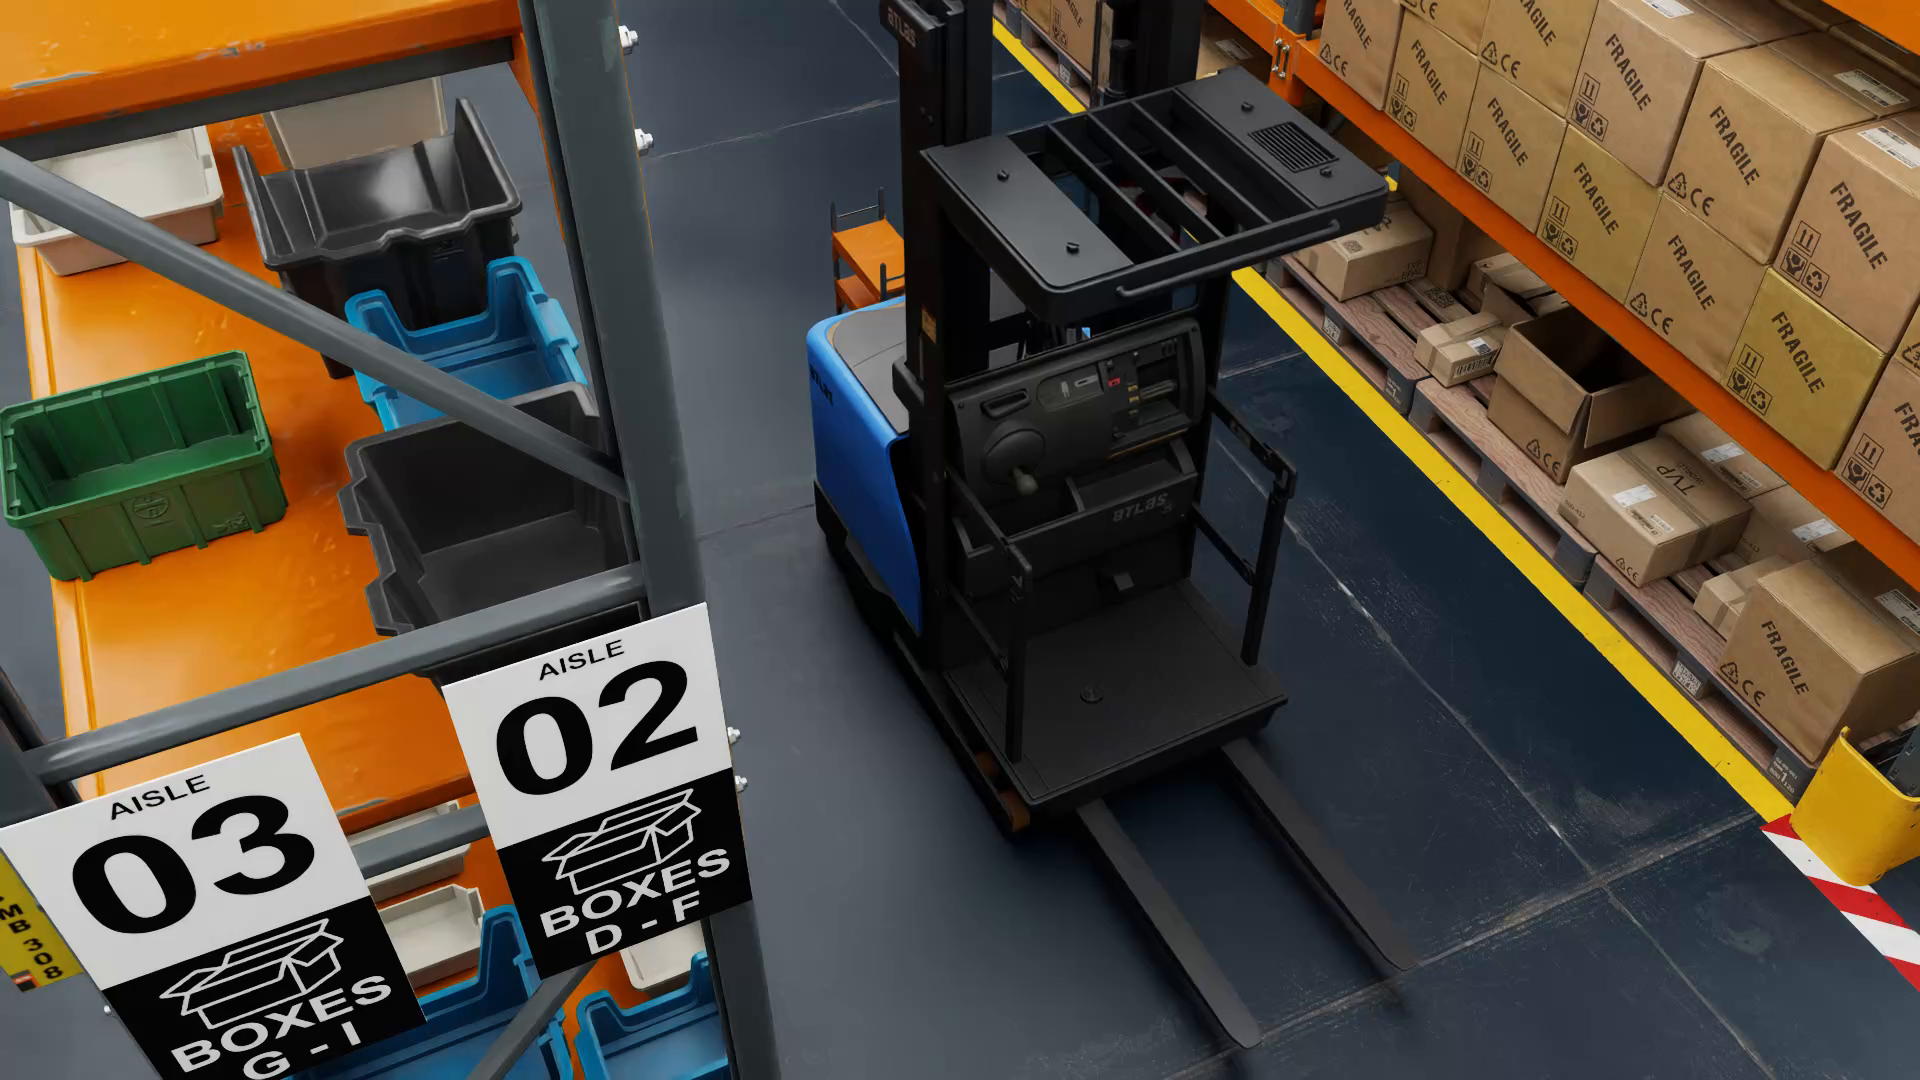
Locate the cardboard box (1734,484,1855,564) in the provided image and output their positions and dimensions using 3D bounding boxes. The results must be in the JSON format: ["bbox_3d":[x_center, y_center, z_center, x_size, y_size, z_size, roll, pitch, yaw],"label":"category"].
[{"bbox_3d":[3.457,0.012,6.615,0.500,0.250,0.500,-18,47,-17],"label":"cardboard box"}]

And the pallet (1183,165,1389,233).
[{"bbox_3d":[1.581,-2.125,9.122,1.003,0.211,1.213,-18,47,-17],"label":"pallet"}]

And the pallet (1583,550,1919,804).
[{"bbox_3d":[3.271,0.375,6.588,1.003,0.211,1.213,-18,47,-17],"label":"pallet"}]

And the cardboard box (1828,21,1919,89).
[{"bbox_3d":[3.259,-1.465,5.684,0.500,0.500,0.500,-17,47,-17],"label":"cardboard box"}]

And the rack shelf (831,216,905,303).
[{"bbox_3d":[-0.315,-1.120,6.841,0.258,0.148,0.480,-20,48,-19],"label":"rack shelf"}]

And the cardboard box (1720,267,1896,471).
[{"bbox_3d":[2.982,-0.631,5.552,0.500,0.500,0.500,-18,47,-17],"label":"cardboard box"}]

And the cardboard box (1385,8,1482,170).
[{"bbox_3d":[2.142,-1.915,6.853,0.500,0.500,0.500,-17,47,-17],"label":"cardboard box"}]

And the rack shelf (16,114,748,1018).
[{"bbox_3d":[-1.698,-0.687,4.056,1.077,0.370,4.000,-18,47,-17],"label":"rack shelf"}]

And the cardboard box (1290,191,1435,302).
[{"bbox_3d":[1.937,-1.478,8.083,0.500,0.311,0.500,-18,47,-17],"label":"cardboard box"}]

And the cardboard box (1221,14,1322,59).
[{"bbox_3d":[1.740,-2.594,9.078,0.500,0.500,0.500,-17,47,-17],"label":"cardboard box"}]

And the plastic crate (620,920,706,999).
[{"bbox_3d":[-0.722,0.988,4.127,0.250,0.136,0.298,-18,47,-17],"label":"plastic crate"}]

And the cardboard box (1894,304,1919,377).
[{"bbox_3d":[3.202,-0.655,4.864,0.500,0.500,0.500,-18,48,-18],"label":"cardboard box"}]

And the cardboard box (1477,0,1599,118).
[{"bbox_3d":[2.333,-1.962,6.189,0.500,0.500,0.500,-19,48,-19],"label":"cardboard box"}]

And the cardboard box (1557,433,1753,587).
[{"bbox_3d":[2.815,-0.127,6.756,0.500,0.250,0.500,-18,47,-17],"label":"cardboard box"}]

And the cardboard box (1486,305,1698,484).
[{"bbox_3d":[2.752,-0.682,7.139,0.797,0.503,0.637,-18,47,-17],"label":"cardboard box"}]

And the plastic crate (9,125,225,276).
[{"bbox_3d":[-1.951,-0.818,3.864,0.437,0.136,0.530,-18,47,-17],"label":"plastic crate"}]

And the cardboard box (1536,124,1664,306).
[{"bbox_3d":[2.566,-1.272,6.201,0.500,0.500,0.500,-19,48,-18],"label":"cardboard box"}]

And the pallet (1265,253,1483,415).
[{"bbox_3d":[2.245,-1.180,8.164,1.003,0.211,1.213,-18,47,-17],"label":"pallet"}]

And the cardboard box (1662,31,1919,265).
[{"bbox_3d":[2.767,-1.306,5.524,0.500,0.500,0.500,-17,47,-16],"label":"cardboard box"}]

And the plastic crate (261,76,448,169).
[{"bbox_3d":[-1.509,-1.130,4.077,0.437,0.282,0.530,-18,47,-17],"label":"plastic crate"}]

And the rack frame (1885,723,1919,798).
[{"bbox_3d":[3.639,-0.061,5.045,1.000,3.000,0.127,-18,47,-17],"label":"rack frame"}]

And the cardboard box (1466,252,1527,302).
[{"bbox_3d":[2.666,-1.251,7.968,0.380,0.149,0.250,-18,47,-17],"label":"cardboard box"}]

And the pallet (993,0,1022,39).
[{"bbox_3d":[0.555,-3.680,10.698,1.003,0.211,1.213,-18,47,-17],"label":"pallet"}]

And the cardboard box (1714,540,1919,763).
[{"bbox_3d":[3.187,0.398,6.046,0.500,0.500,0.500,-18,47,-17],"label":"cardboard box"}]

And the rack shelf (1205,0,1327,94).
[{"bbox_3d":[1.116,-3.629,9.173,1.077,0.370,4.000,-18,47,-17],"label":"rack shelf"}]

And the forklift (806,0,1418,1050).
[{"bbox_3d":[0.505,-0.347,5.384,1.130,2.935,3.031,-20,48,-19],"label":"forklift"}]

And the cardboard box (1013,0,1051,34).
[{"bbox_3d":[0.639,-3.399,9.894,0.500,0.500,0.500,-19,48,-18],"label":"cardboard box"}]

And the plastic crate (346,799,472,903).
[{"bbox_3d":[-1.473,0.817,4.301,0.396,0.136,0.243,-18,47,-17],"label":"plastic crate"}]

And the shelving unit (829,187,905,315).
[{"bbox_3d":[-0.315,-0.841,7.117,0.258,1.200,0.503,-20,48,-19],"label":"shelving unit"}]

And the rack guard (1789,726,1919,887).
[{"bbox_3d":[3.607,0.780,5.972,1.175,0.500,0.348,-18,47,-17],"label":"rack guard"}]

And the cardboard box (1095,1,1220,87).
[{"bbox_3d":[1.079,-2.744,9.231,0.500,0.500,0.500,-17,47,-17],"label":"cardboard box"}]

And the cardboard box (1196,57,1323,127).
[{"bbox_3d":[1.490,-2.107,8.585,0.500,0.500,0.500,-18,47,-18],"label":"cardboard box"}]

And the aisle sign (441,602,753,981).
[{"bbox_3d":[-0.557,0.432,2.694,0.394,0.787,0.004,-18,47,-17],"label":"aisle sign"}]

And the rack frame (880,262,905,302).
[{"bbox_3d":[-0.204,-0.688,6.962,0.240,1.200,0.015,-20,48,-19],"label":"rack frame"}]

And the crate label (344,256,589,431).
[{"bbox_3d":[-0.952,-0.299,3.256,0.408,0.251,0.502,-18,47,-17],"label":"crate label"}]

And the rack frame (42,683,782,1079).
[{"bbox_3d":[-0.857,1.399,3.565,1.000,3.000,0.127,-18,47,-17],"label":"rack frame"}]
